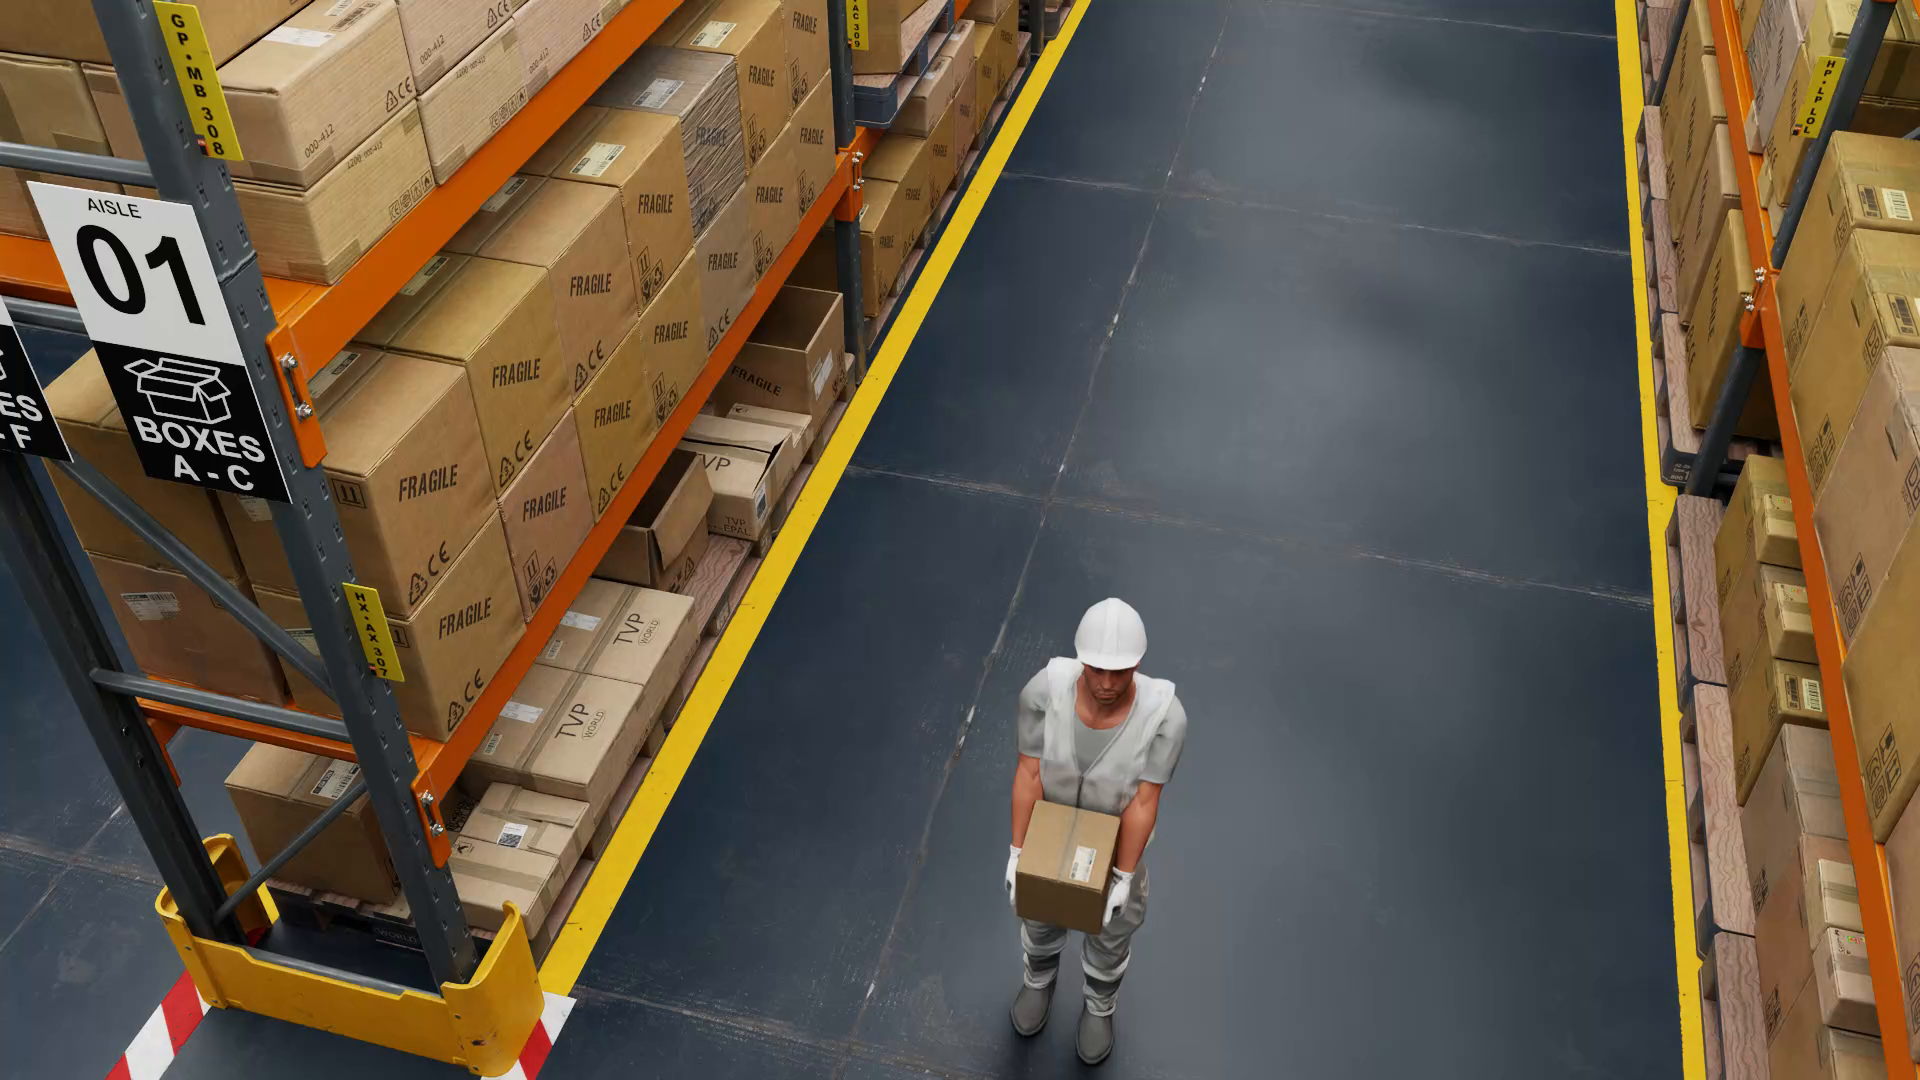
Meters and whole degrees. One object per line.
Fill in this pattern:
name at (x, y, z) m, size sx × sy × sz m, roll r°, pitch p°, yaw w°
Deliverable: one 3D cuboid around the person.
person at (0.363, 0.957, 5.027) m, size 0.473 × 1.784 × 0.554 m, roll 10°, pitch 42°, yaw 12°
